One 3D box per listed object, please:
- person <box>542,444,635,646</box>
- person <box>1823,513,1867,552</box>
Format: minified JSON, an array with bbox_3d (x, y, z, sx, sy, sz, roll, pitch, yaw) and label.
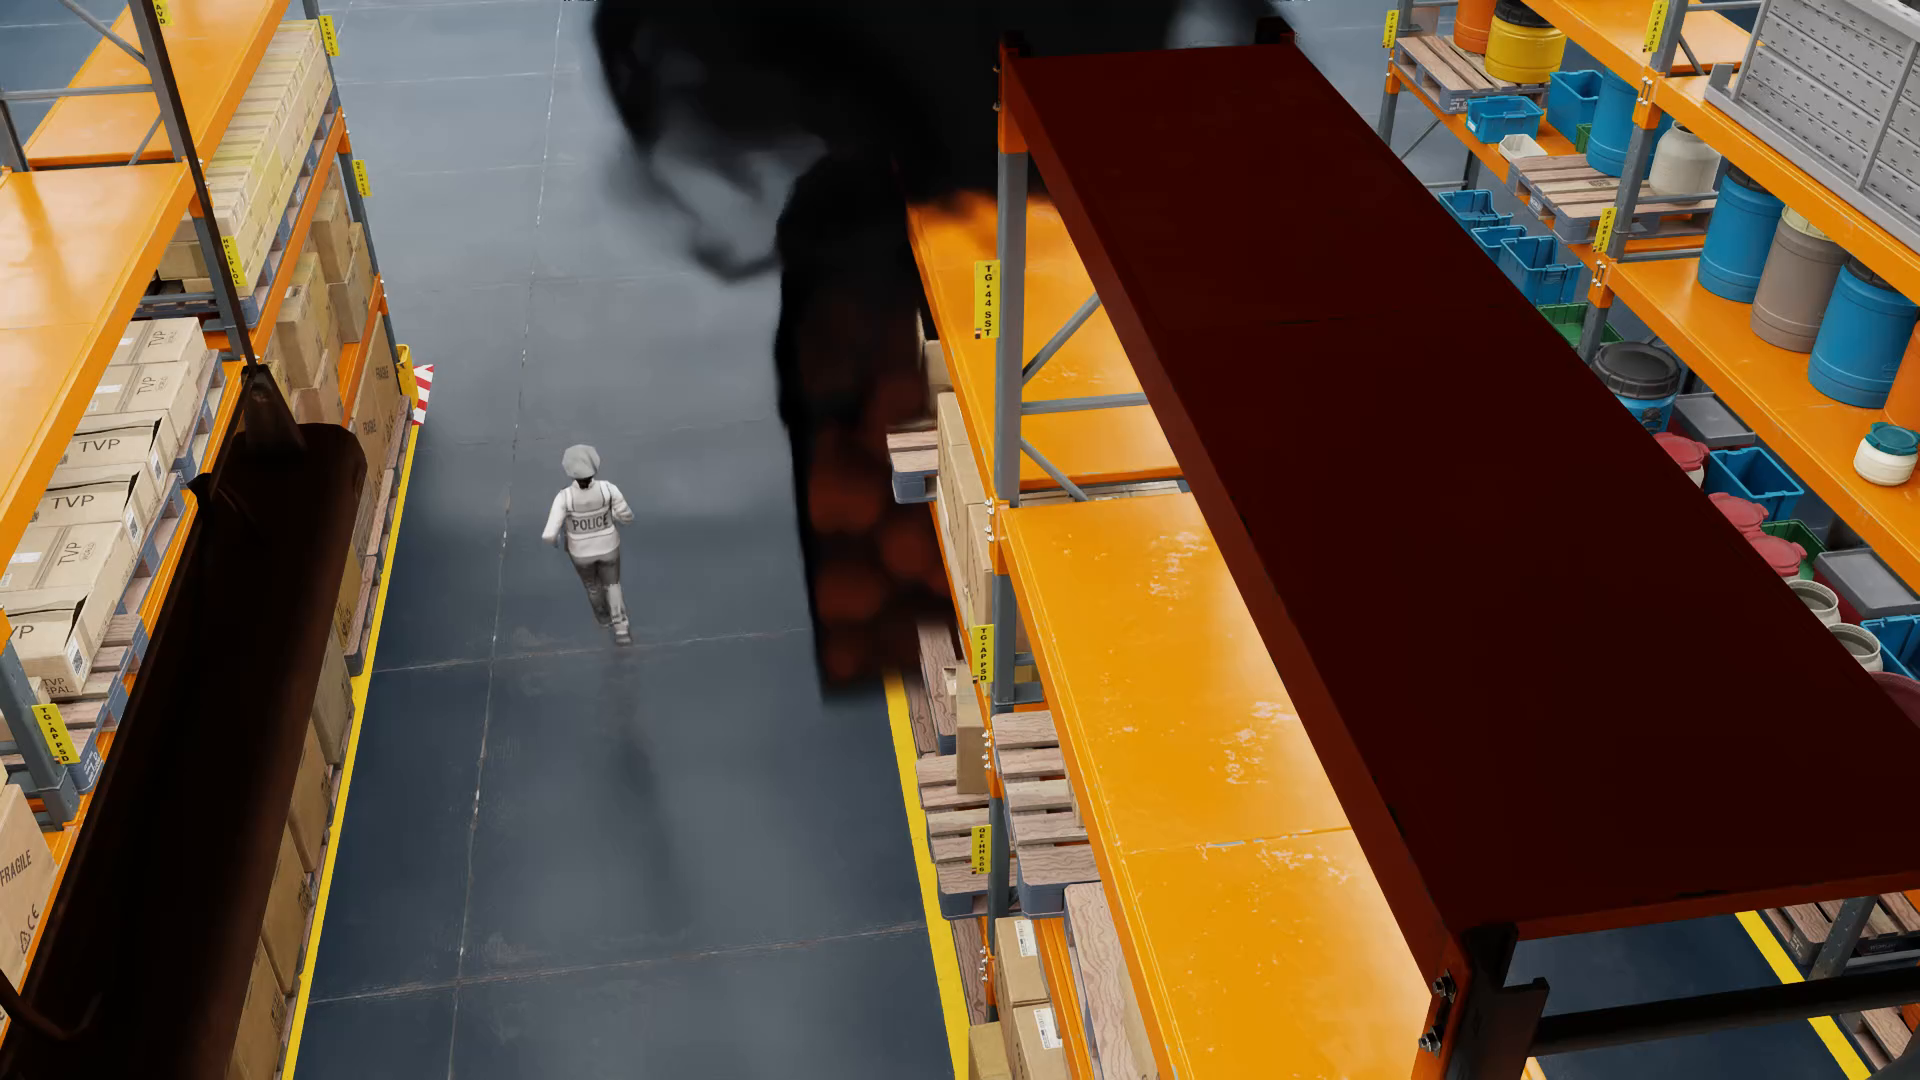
[{"bbox_3d":[-2.541,0.061,11.475,0.632,1.670,0.861,-11,38,-15],"label":"person"},{"bbox_3d":[6.541,-0.037,12.135,0.551,1.699,0.838,-3,36,-3],"label":"person"}]
